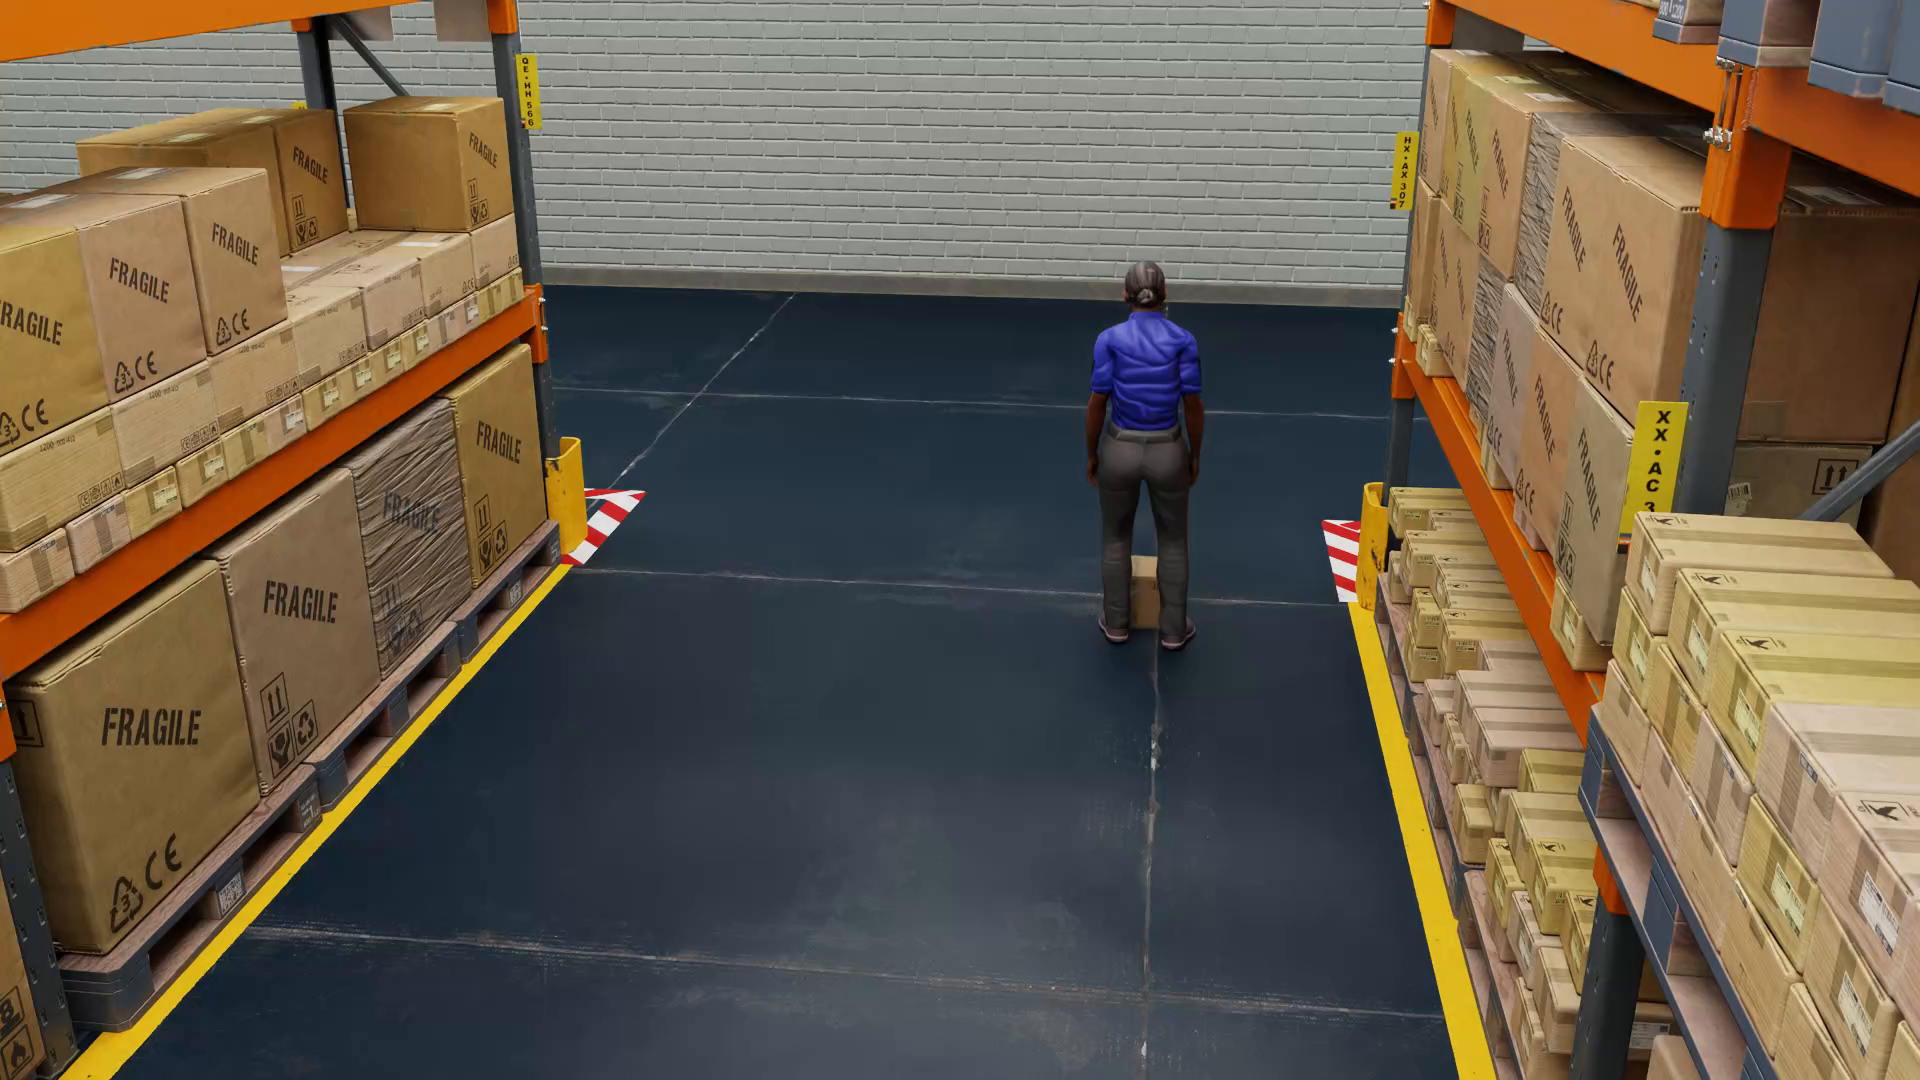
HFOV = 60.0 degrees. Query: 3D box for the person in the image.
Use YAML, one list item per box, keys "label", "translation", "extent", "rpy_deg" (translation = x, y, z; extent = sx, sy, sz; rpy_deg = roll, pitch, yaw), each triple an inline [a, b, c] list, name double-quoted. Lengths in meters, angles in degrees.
- label: "person"
  translation: [0.778, -0.347, 6.979]
  extent: [0.505, 1.655, 0.392]
  rpy_deg: [3, 21, 7]
